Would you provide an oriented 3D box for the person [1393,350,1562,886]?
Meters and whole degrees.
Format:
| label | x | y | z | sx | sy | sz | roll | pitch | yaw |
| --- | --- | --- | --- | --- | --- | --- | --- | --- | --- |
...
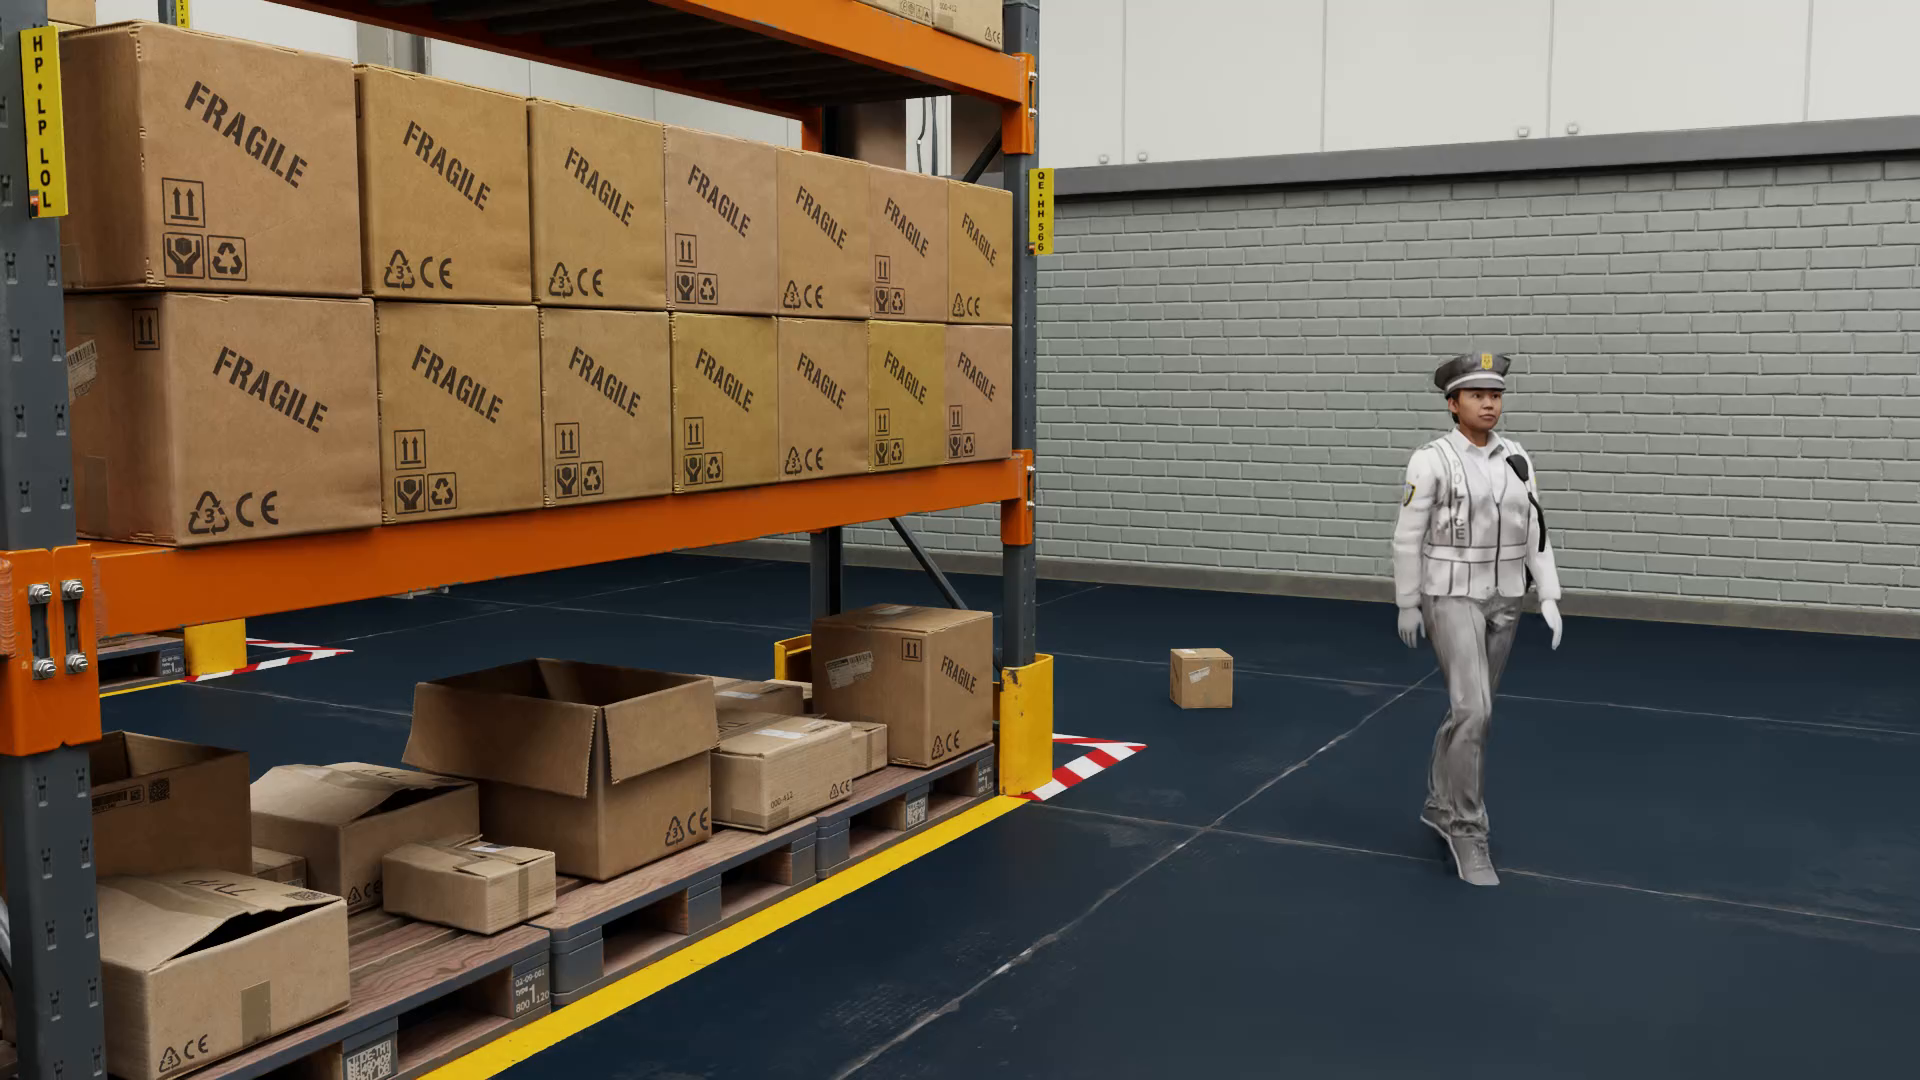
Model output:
| label | x | y | z | sx | sy | sz | roll | pitch | yaw |
| --- | --- | --- | --- | --- | --- | --- | --- | --- | --- |
| person | 1.733 | 0.255 | 5.530 | 0.478 | 1.760 | 0.606 | -2 | 6 | -18 |
